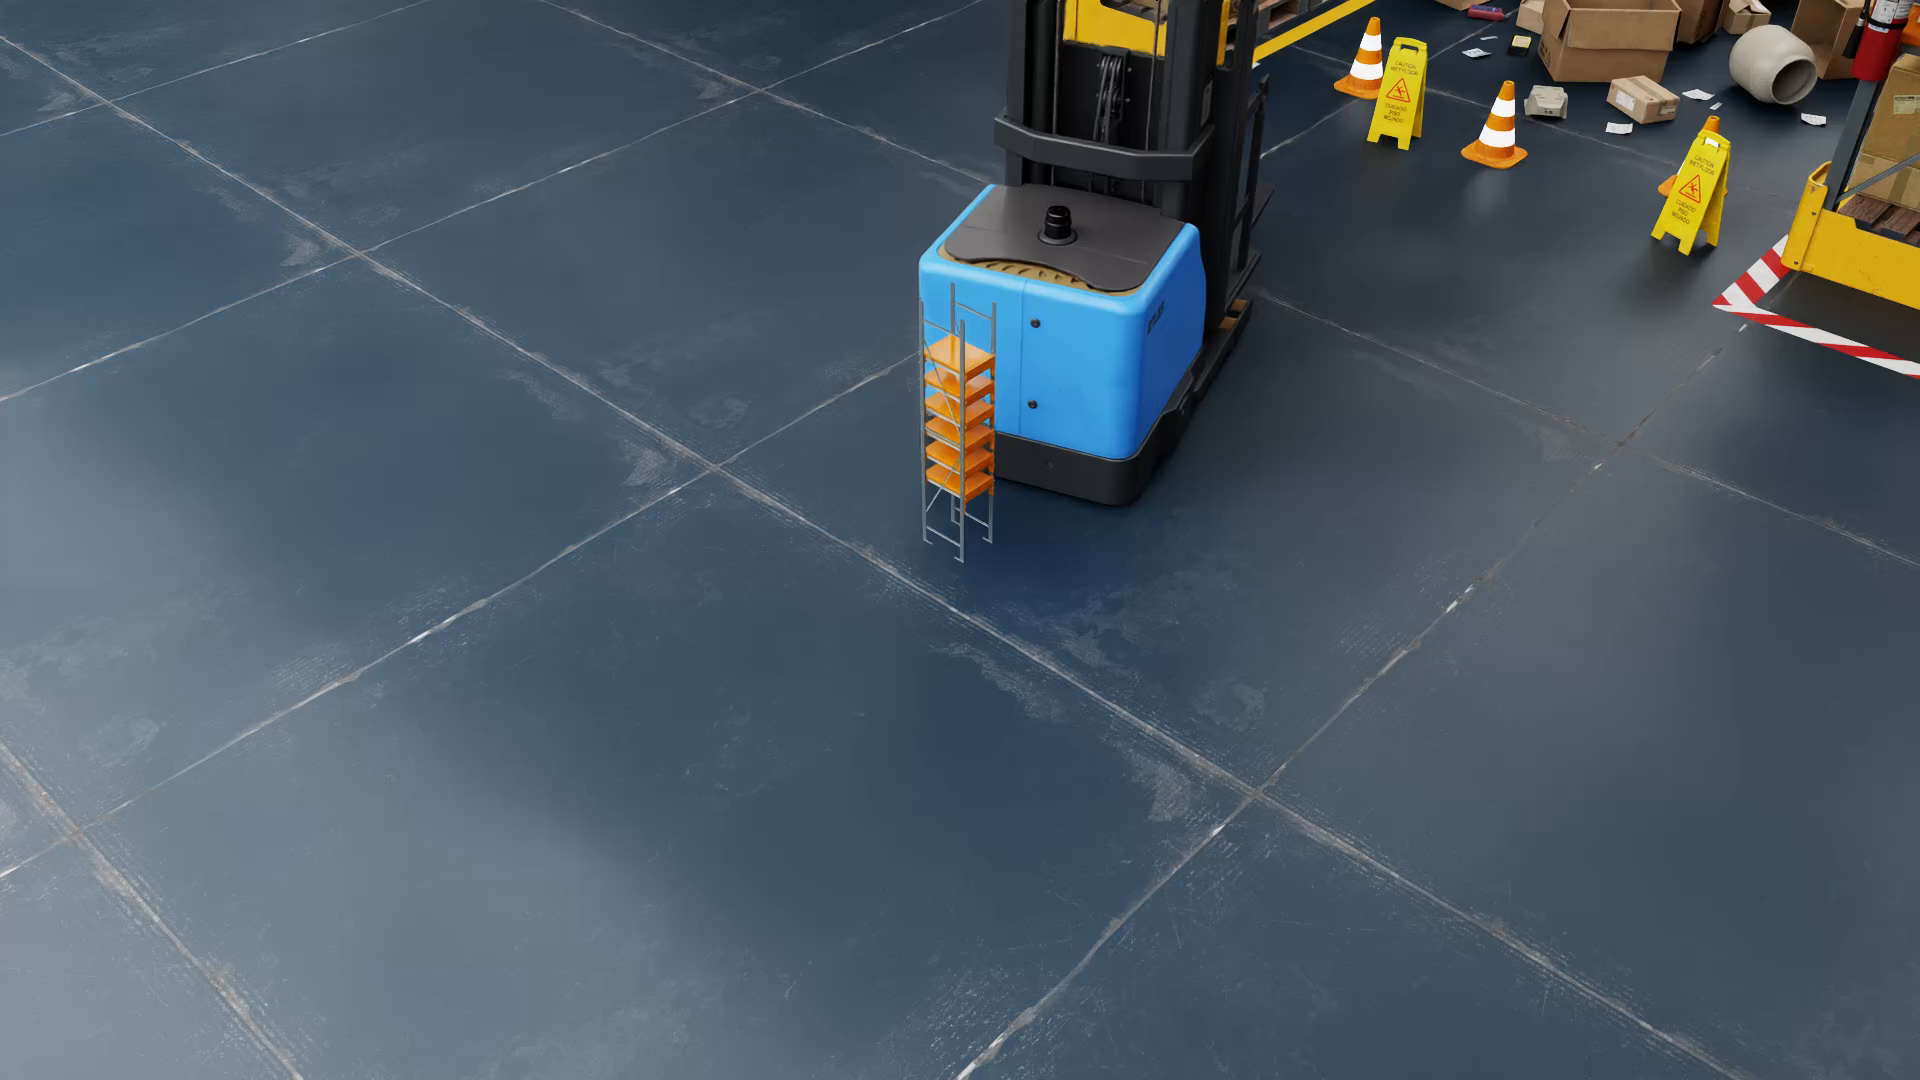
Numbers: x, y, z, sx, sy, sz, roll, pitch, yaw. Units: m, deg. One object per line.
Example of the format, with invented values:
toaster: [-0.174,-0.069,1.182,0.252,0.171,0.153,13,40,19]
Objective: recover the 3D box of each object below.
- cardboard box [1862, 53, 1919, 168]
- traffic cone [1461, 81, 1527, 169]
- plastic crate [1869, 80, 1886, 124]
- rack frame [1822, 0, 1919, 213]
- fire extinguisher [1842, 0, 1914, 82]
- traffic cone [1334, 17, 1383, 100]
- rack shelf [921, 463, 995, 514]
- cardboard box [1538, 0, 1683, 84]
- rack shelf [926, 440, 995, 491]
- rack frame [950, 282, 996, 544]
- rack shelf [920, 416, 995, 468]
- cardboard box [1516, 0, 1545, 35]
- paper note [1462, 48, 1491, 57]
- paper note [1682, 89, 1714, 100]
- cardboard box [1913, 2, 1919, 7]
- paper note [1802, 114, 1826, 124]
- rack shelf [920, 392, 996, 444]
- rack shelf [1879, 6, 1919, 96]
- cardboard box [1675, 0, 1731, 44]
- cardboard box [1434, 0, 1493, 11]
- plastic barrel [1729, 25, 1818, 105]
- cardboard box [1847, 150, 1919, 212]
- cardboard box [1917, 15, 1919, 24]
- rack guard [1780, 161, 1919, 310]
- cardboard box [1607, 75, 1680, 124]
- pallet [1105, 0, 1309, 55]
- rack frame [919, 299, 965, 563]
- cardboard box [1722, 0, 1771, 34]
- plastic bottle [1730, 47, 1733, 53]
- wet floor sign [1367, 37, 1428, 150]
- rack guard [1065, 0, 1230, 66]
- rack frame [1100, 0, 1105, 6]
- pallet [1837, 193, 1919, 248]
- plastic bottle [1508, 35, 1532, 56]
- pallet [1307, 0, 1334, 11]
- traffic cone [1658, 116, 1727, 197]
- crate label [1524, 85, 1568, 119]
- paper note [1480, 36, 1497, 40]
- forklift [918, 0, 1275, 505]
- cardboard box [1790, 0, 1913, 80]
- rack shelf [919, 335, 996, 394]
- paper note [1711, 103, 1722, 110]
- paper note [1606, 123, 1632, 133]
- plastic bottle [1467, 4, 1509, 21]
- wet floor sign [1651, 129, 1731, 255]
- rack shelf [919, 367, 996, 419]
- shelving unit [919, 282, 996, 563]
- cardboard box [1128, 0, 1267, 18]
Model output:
cardboard box: [5.345,-2.356,9.073,0.500,0.500,0.500,30,47,32]
traffic cone: [3.286,-2.553,10.089,0.336,0.463,0.334,30,47,32]
plastic crate: [6.031,-2.815,10.726,0.402,0.080,0.583,14,41,17]
rack frame: [4.997,-2.497,7.980,1.000,3.000,0.127,30,47,32]
fire extinguisher: [4.580,-2.608,8.182,0.296,0.674,0.183,30,47,32]
traffic cone: [2.681,-3.184,10.882,0.336,0.463,0.334,30,47,32]
rack shelf: [-0.010,-0.240,7.045,0.258,0.103,0.180,30,47,32]
cardboard box: [4.313,-3.390,11.109,0.797,0.503,0.637,2,39,2]
rack shelf: [-0.010,-0.334,6.971,0.258,0.103,0.180,30,47,32]
rack frame: [0.052,-0.505,6.921,0.240,1.200,0.006,30,47,32]
rack shelf: [-0.010,-0.428,6.896,0.258,0.103,0.180,30,47,32]
cardboard box: [4.173,-3.734,11.732,0.258,0.266,0.396,-26,45,-29]
paper note: [3.558,-3.355,11.446,0.142,0.017,0.144,-18,42,-21]
paper note: [4.849,-2.928,10.917,0.142,0.019,0.148,-18,42,-21]
cardboard box: [5.180,-2.823,8.593,0.380,0.149,0.250,29,47,31]
paper note: [5.448,-2.689,10.607,0.142,0.019,0.148,14,41,17]
rack shelf: [-0.010,-0.522,6.821,0.258,0.103,0.180,30,47,32]
rack shelf: [6.346,-3.134,9.360,1.077,0.370,4.000,30,47,32]
cardboard box: [4.938,-3.876,11.611,0.797,0.637,0.503,30,47,32]
cardboard box: [3.684,-4.245,12.185,0.500,0.500,0.500,-26,45,-29]
plastic barrel: [5.273,-3.073,10.775,0.421,0.421,0.512,-5,39,-6]
cardboard box: [5.360,-2.081,9.328,0.500,0.250,0.500,29,47,32]
cardboard box: [5.091,-2.660,8.388,0.380,0.149,0.250,31,48,33]
rack guard: [5.048,-1.554,8.802,1.175,0.500,0.348,30,47,32]
cardboard box: [4.390,-2.831,10.691,0.250,0.149,0.380,-11,40,-14]
pallet: [1.757,-3.838,11.907,1.003,0.211,1.213,30,47,32]
rack frame: [-0.071,-0.421,6.815,0.240,1.200,0.006,30,47,32]
cardboard box: [5.562,-3.792,11.805,0.258,0.266,0.396,2,39,2]
plastic bottle: [5.441,-3.379,11.451,0.283,0.061,0.133,-26,45,-29]
wet floor sign: [2.717,-2.763,10.206,0.267,0.644,0.232,22,43,25]
rack guard: [1.259,-3.540,11.300,1.175,0.500,0.348,30,47,32]
rack frame: [1.275,-4.529,10.536,1.000,3.000,0.127,30,47,32]
pallet: [5.622,-1.799,9.343,1.003,0.211,1.213,30,47,32]
plastic bottle: [3.886,-3.440,11.527,0.133,0.061,0.283,14,41,17]
pallet: [2.580,-4.396,12.609,1.003,0.211,1.213,30,47,32]
traffic cone: [4.335,-2.243,9.700,0.336,0.463,0.334,30,47,32]
crate label: [3.771,-2.813,10.678,0.250,0.136,0.298,8,39,10]
paper note: [3.713,-3.525,11.675,0.123,0.001,0.032,-11,40,-14]
forklift: [0.866,-2.216,7.682,1.130,2.935,3.031,15,41,18]
cardboard box: [5.968,-3.437,11.168,0.500,0.500,0.500,-5,39,-6]
rack shelf: [-0.010,-0.710,6.672,0.258,0.103,0.180,30,47,32]
paper note: [4.904,-2.813,10.780,0.032,0.001,0.123,30,47,32]
paper note: [4.165,-2.605,10.502,0.148,0.019,0.142,14,41,17]
plastic bottle: [3.809,-3.792,11.970,0.283,0.061,0.133,14,41,17]
wet floor sign: [4.079,-1.938,9.168,0.232,0.644,0.267,-18,42,-21]
rack shelf: [-0.010,-0.616,6.746,0.258,0.103,0.180,30,47,32]
shelving unit: [-0.010,-0.463,6.868,0.258,1.200,0.189,30,47,32]
cardboard box: [1.684,-4.201,11.493,0.875,0.875,0.875,30,47,32]
